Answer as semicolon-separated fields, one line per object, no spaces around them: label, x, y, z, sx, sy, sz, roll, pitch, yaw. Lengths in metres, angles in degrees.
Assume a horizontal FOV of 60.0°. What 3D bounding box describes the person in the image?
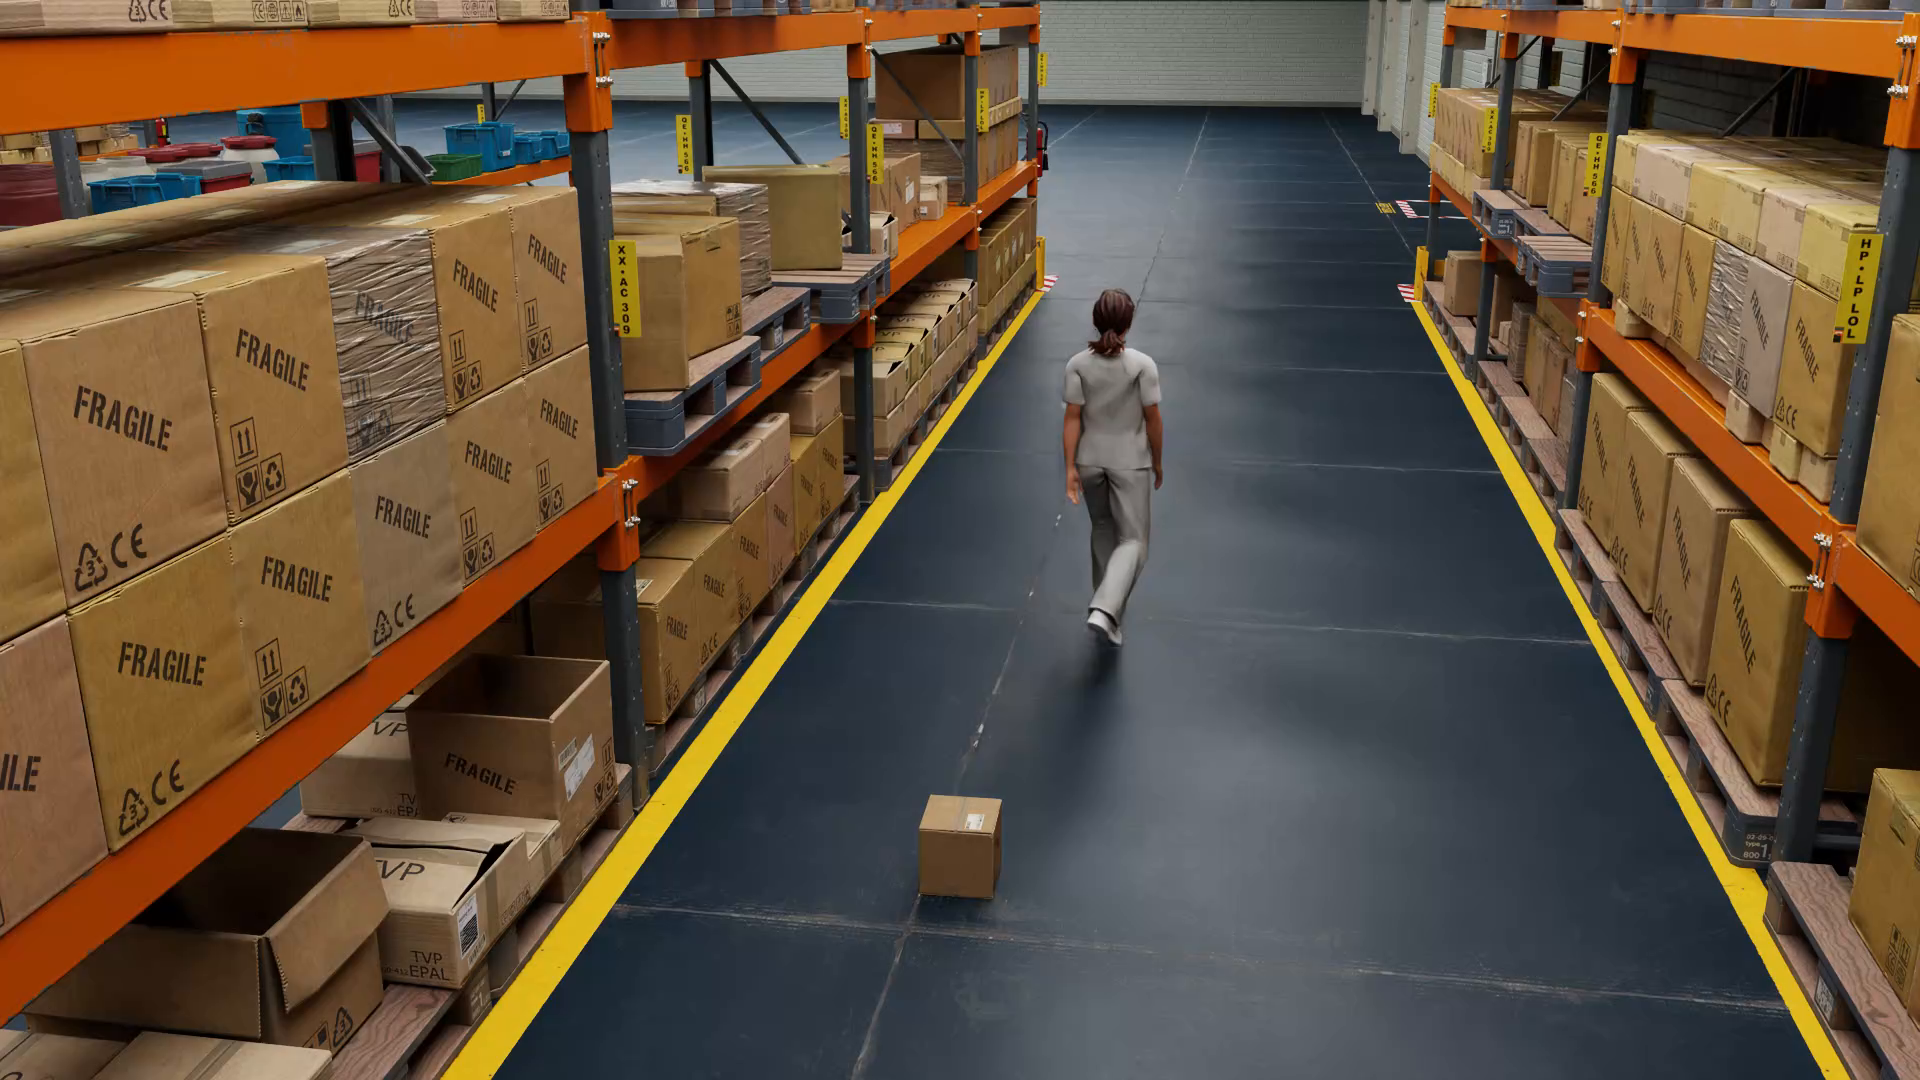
person;0.681;-0.324;7.533;0.438;1.631;0.923;7;19;20
